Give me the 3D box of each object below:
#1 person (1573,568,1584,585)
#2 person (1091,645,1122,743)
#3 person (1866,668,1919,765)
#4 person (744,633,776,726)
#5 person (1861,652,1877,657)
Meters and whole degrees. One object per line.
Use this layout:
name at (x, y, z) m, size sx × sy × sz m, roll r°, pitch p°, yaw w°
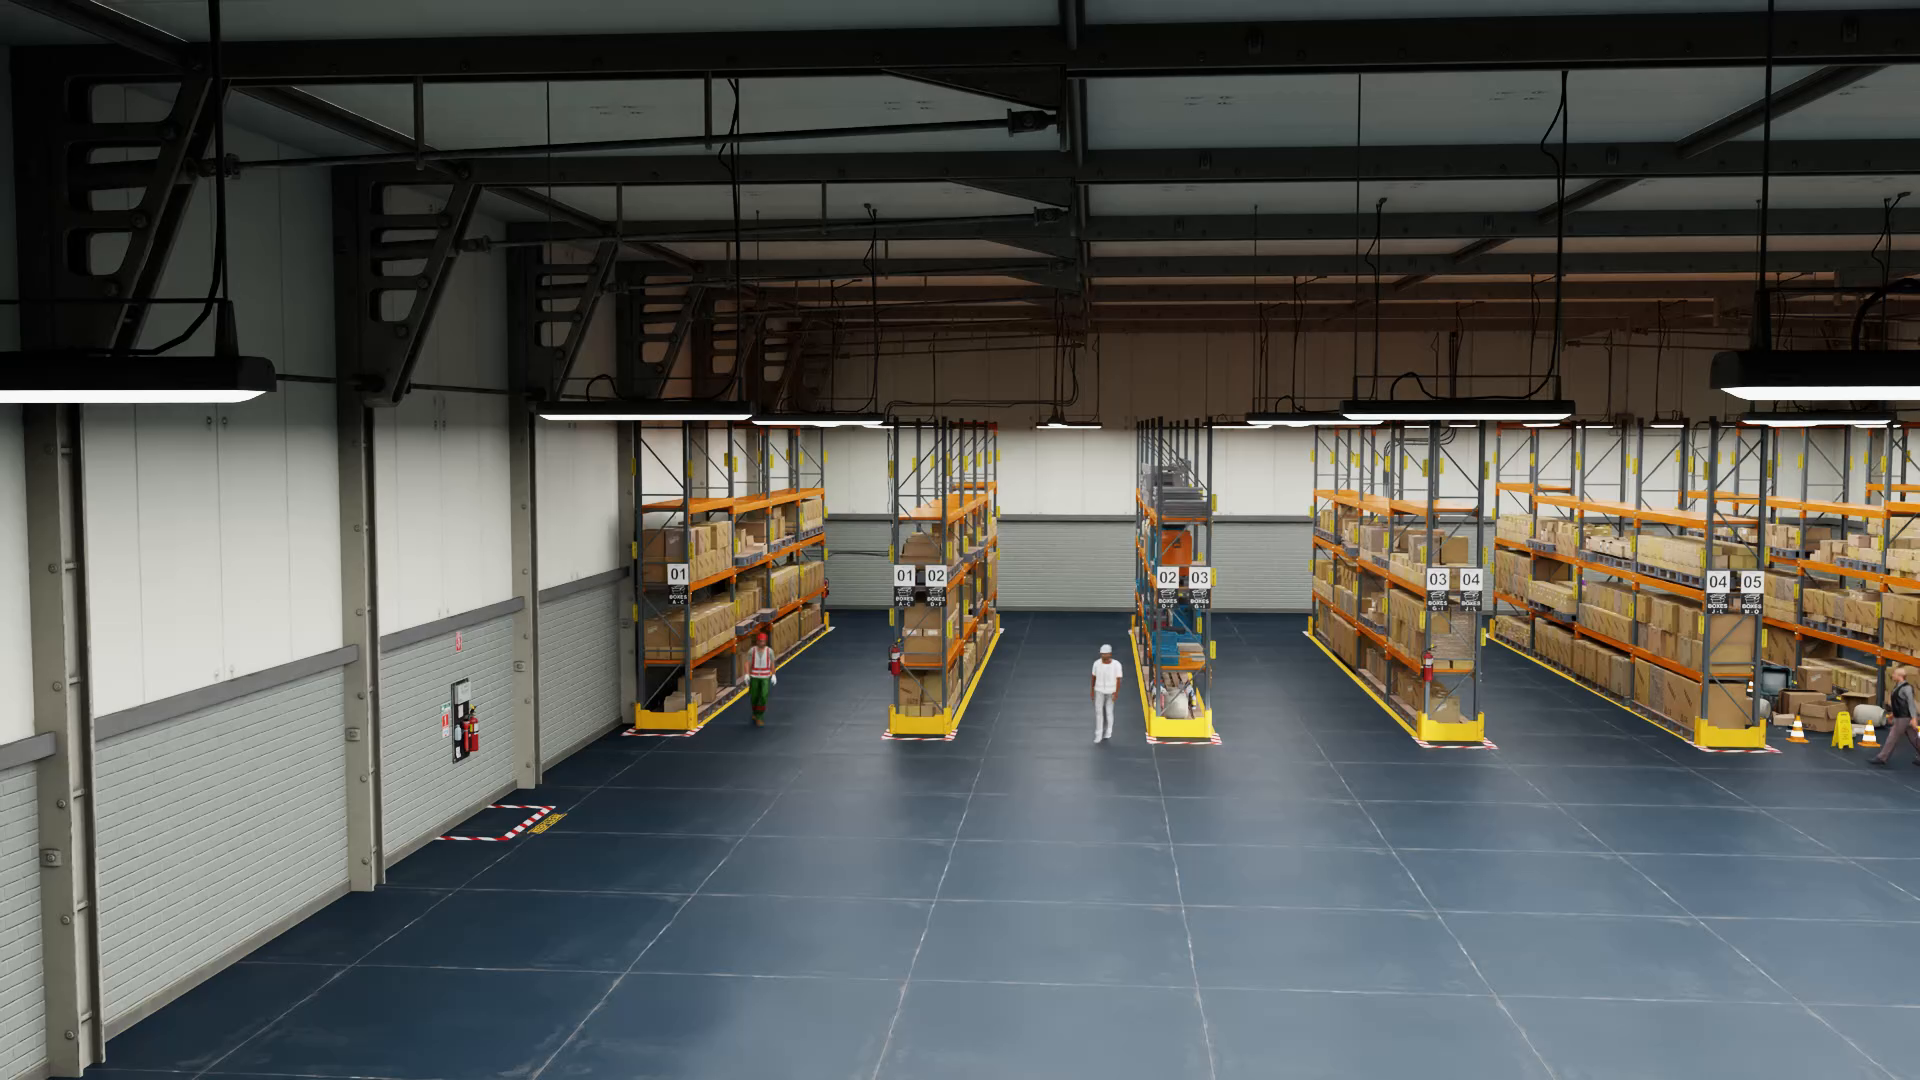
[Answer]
person at (17.771, 1.687, 48.189) m, size 0.449 × 1.785 × 0.613 m, roll -1°, pitch 4°, yaw -16°
person at (2.690, 2.854, 30.824) m, size 0.616 × 1.816 × 0.696 m, roll 1°, pitch 4°, yaw 17°
person at (16.061, 3.015, 28.404) m, size 1.033 × 1.654 × 0.577 m, roll 1°, pitch 4°, yaw 19°
person at (-3.919, 2.739, 32.616) m, size 0.615 × 1.838 × 0.645 m, roll 0°, pitch 4°, yaw -5°
person at (23.195, 2.161, 42.043) m, size 0.473 × 1.706 × 0.544 m, roll -1°, pitch 4°, yaw -20°
